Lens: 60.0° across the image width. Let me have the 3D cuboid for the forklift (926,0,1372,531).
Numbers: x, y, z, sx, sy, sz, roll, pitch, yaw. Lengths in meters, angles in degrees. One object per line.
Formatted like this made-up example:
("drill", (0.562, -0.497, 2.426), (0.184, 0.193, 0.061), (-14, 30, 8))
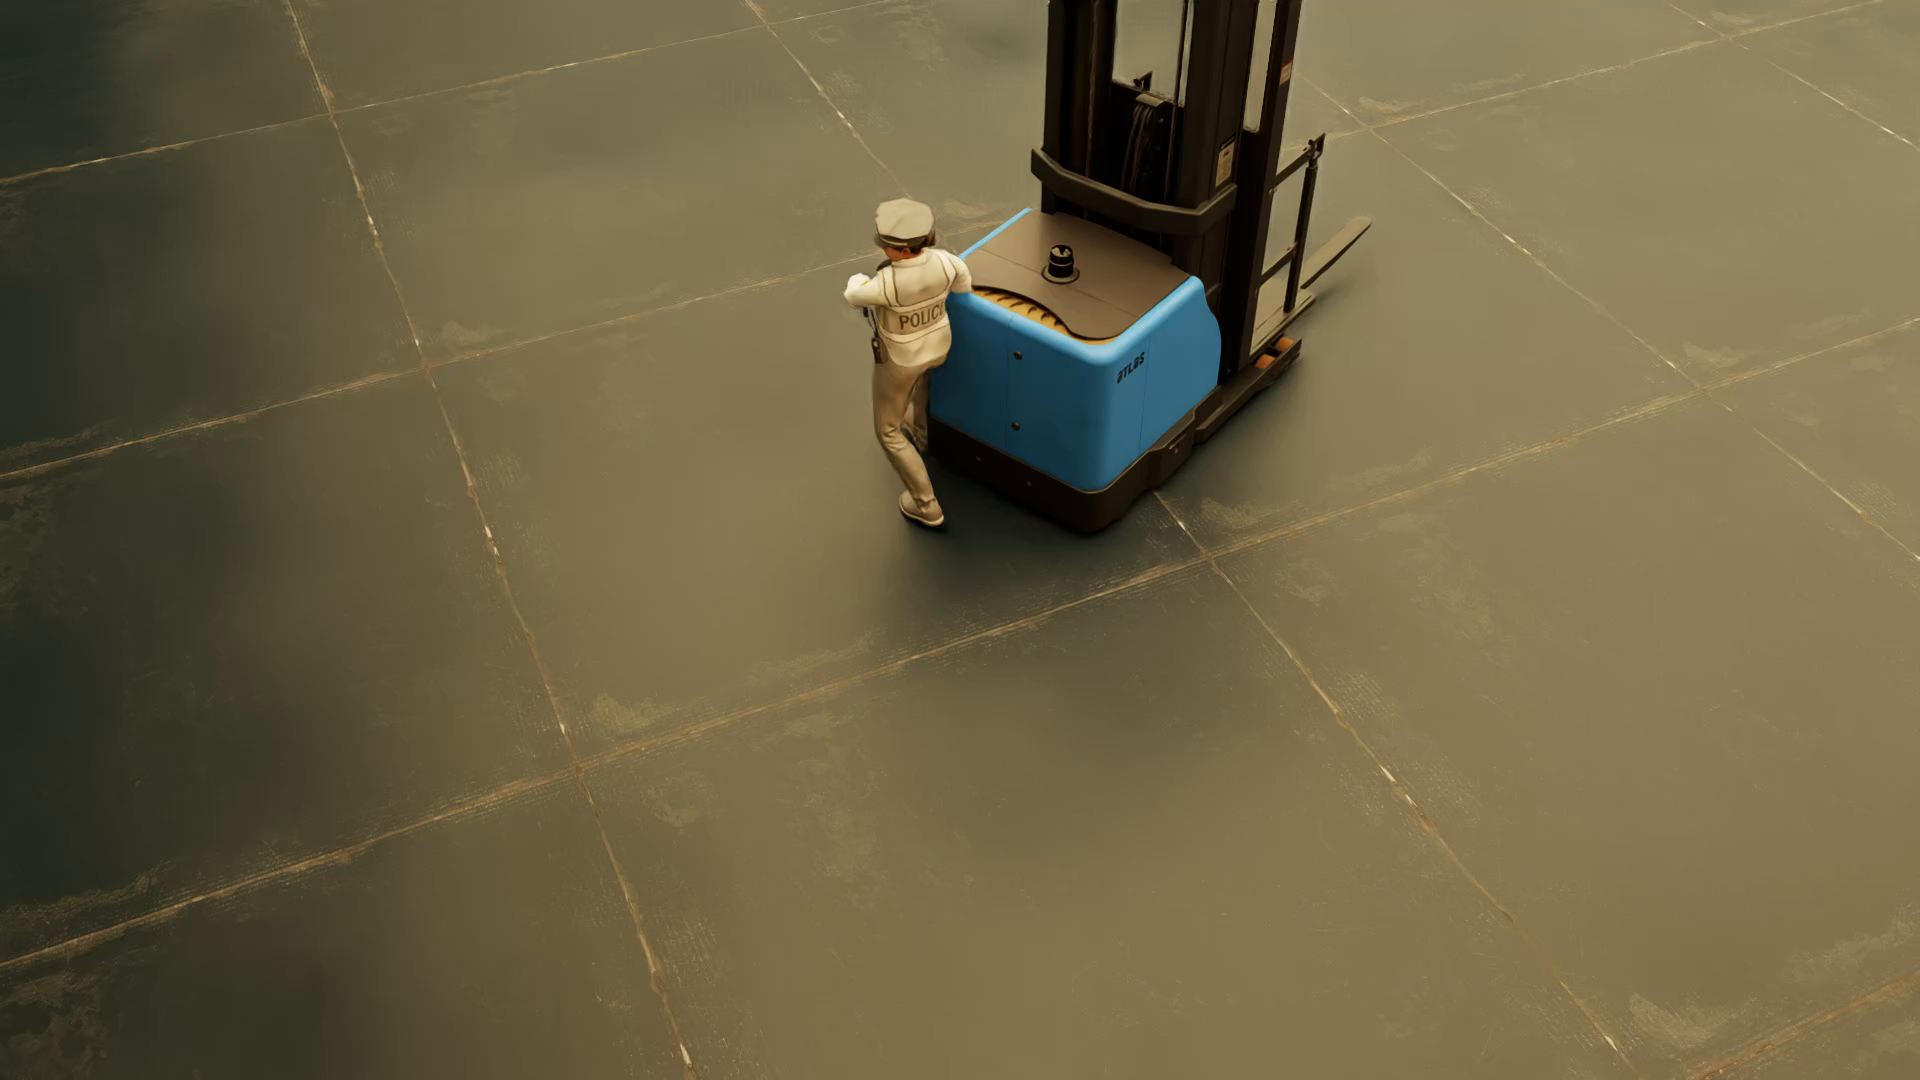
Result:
("forklift", (1.144, -2.062, 7.889), (1.130, 2.935, 3.031), (28, 50, 27))

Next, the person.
("person", (-0.183, -0.918, 7.671), (0.644, 1.574, 0.818), (-30, 51, -28))
